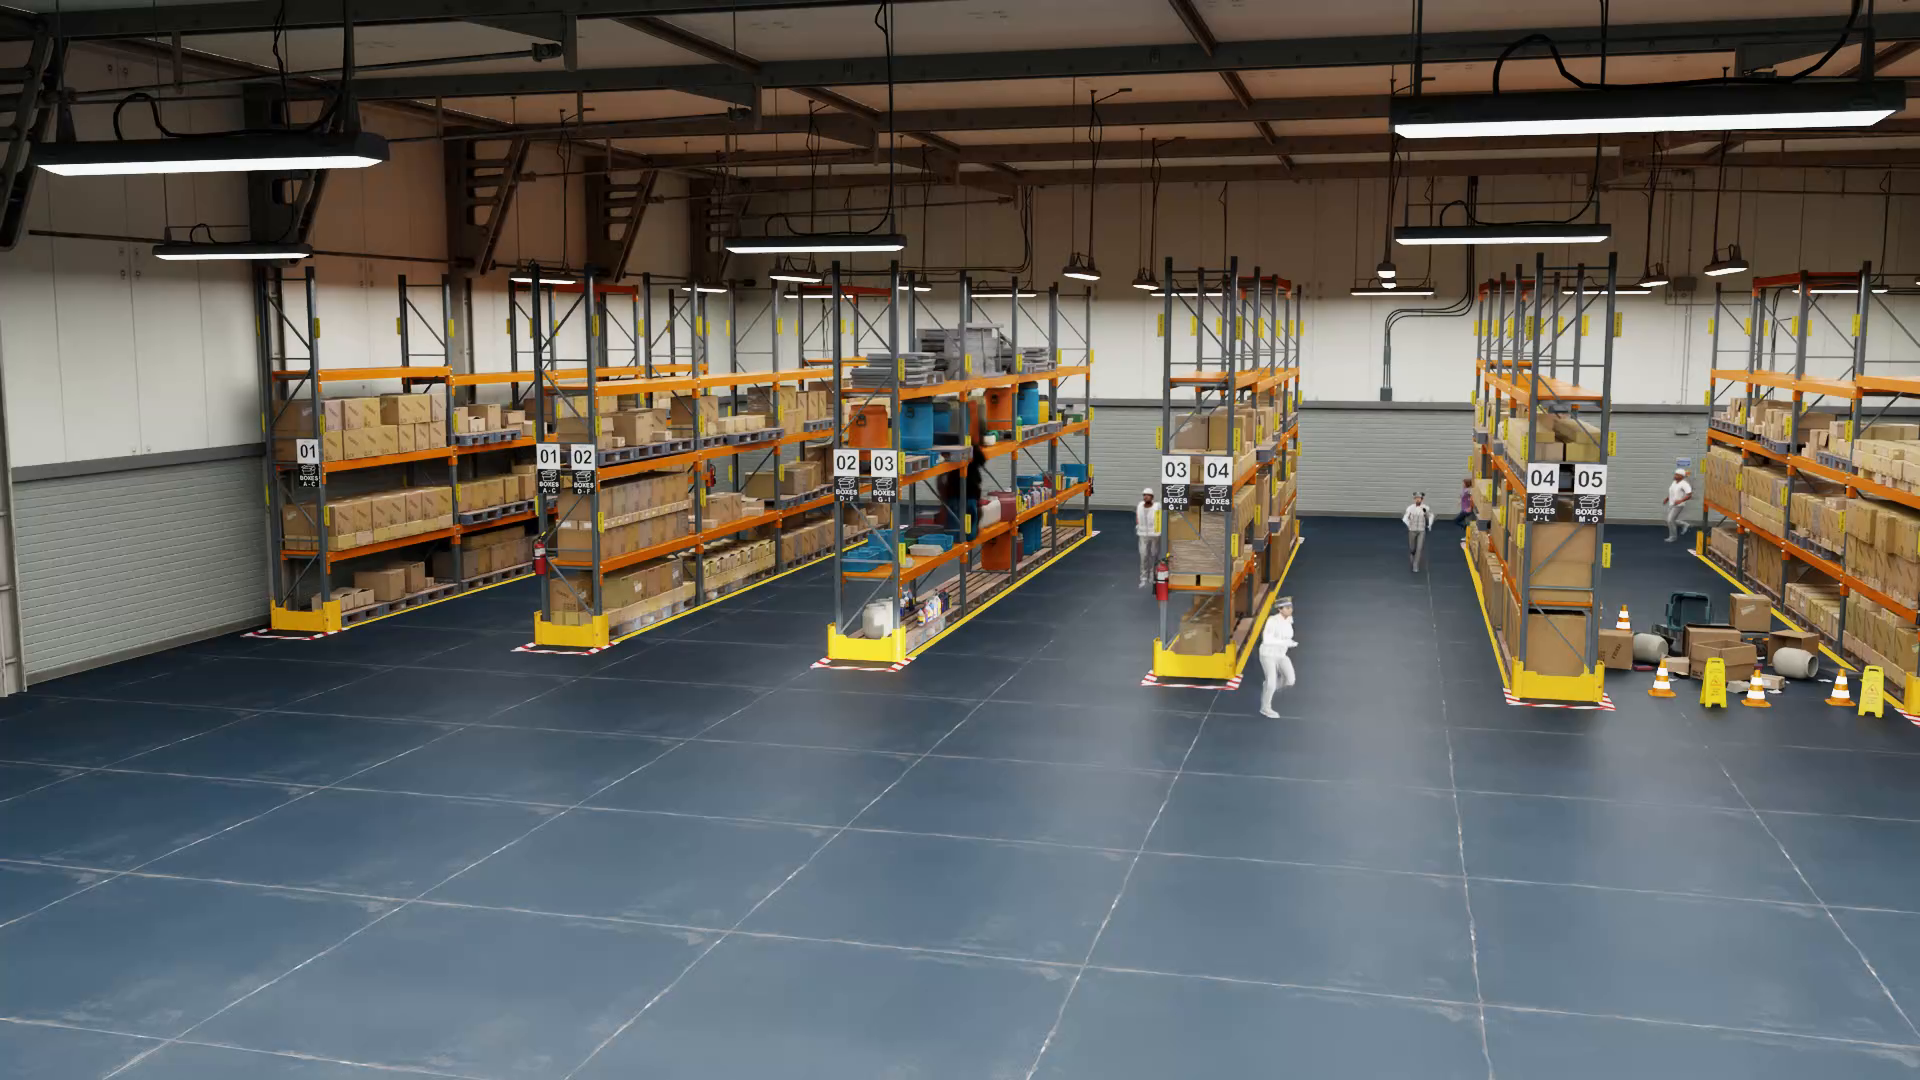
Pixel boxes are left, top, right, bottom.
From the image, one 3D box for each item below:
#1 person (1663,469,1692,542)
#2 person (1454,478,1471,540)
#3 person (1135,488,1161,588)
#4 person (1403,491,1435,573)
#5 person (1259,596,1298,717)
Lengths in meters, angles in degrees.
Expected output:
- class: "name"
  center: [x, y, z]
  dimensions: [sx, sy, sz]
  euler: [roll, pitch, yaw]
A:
- class: "person"
  center: [16.973, -0.821, 39.236]
  dimensions: [0.652, 1.724, 0.702]
  euler: [-1, 7, -5]
- class: "person"
  center: [11.946, -0.713, 39.301]
  dimensions: [0.477, 1.513, 0.637]
  euler: [1, 7, 8]
- class: "person"
  center: [3.504, -0.051, 30.636]
  dimensions: [0.665, 1.821, 0.874]
  euler: [2, 8, 18]
- class: "person"
  center: [9.503, -0.185, 34.478]
  dimensions: [0.632, 1.661, 0.869]
  euler: [2, 8, 15]
- class: "person"
  center: [4.115, 1.503, 21.351]
  dimensions: [0.599, 1.617, 0.663]
  euler: [-5, 9, -33]
